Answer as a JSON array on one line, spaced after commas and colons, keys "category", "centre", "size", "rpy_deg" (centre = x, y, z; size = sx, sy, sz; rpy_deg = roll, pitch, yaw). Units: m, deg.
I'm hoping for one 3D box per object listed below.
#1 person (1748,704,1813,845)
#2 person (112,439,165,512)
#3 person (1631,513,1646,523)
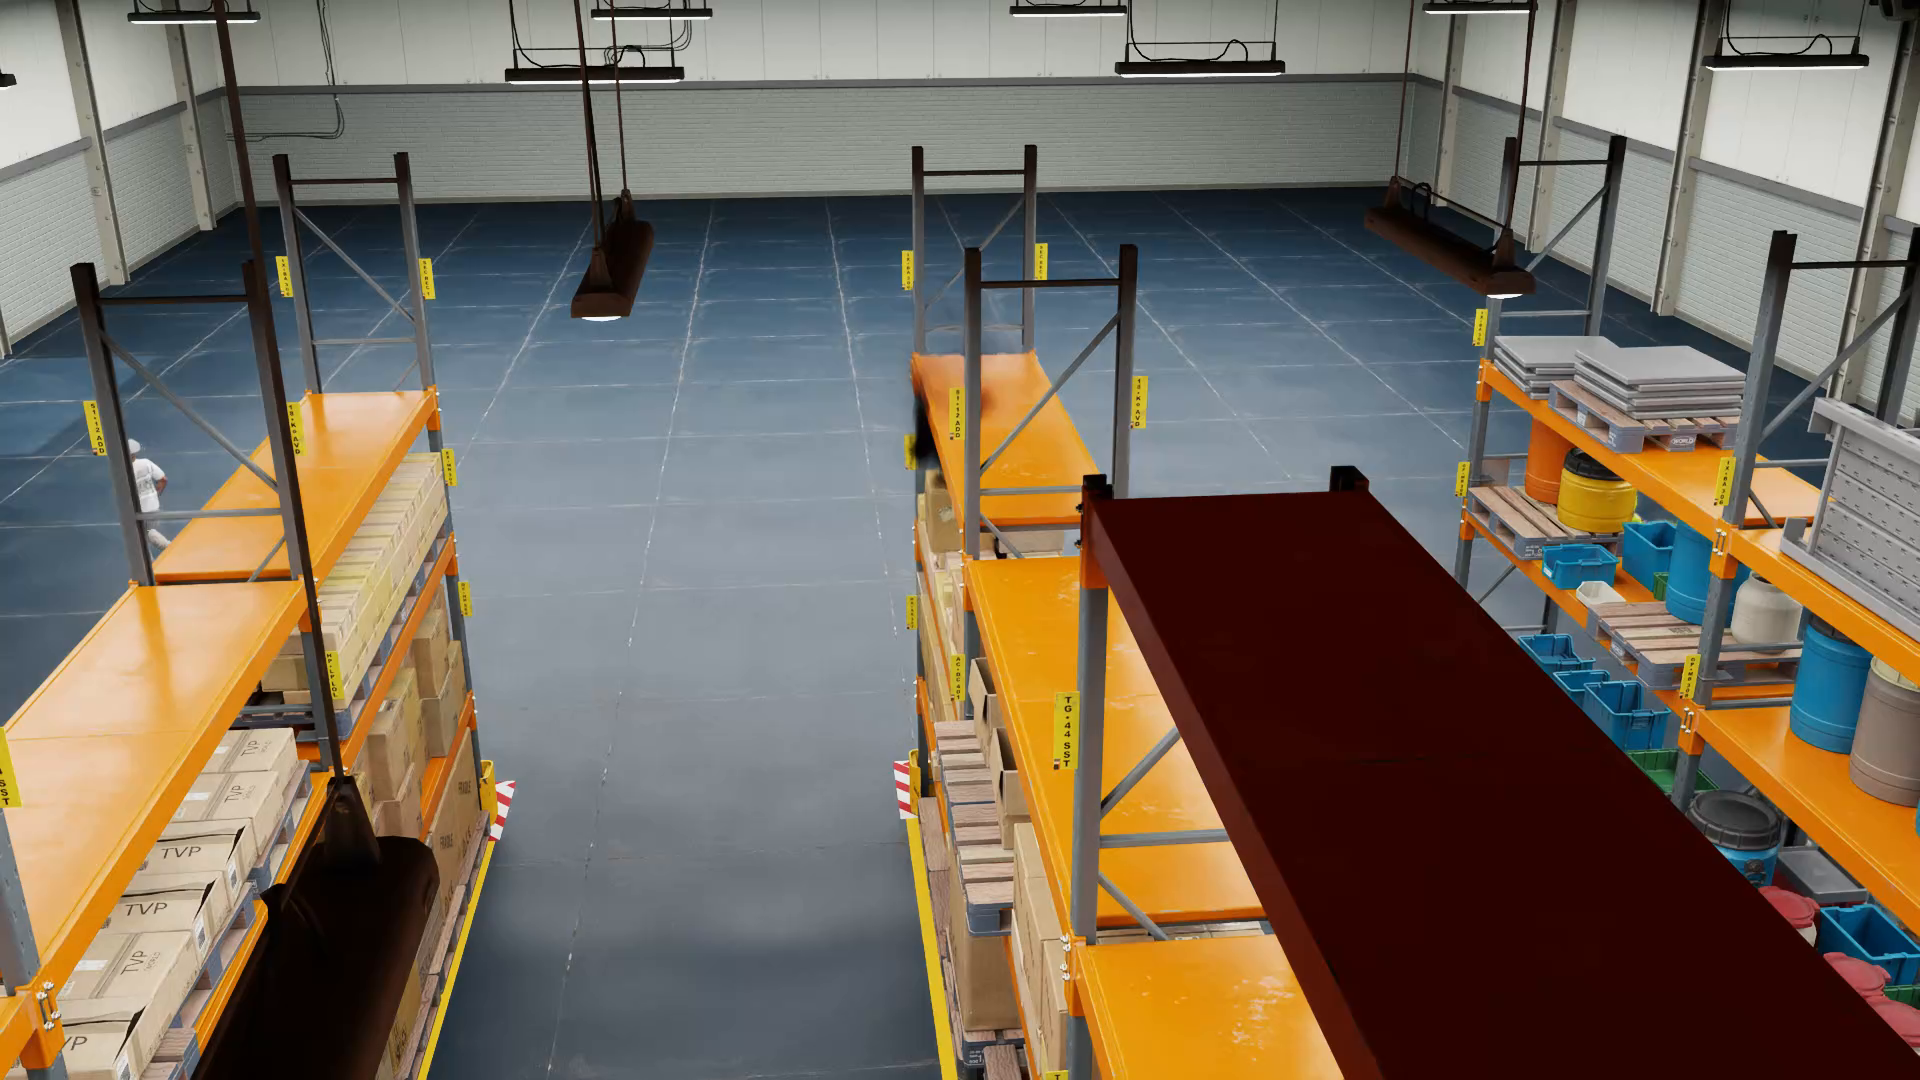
[{"category": "person", "centre": [7.067, 2.004, 14.228], "size": [0.616, 1.570, 0.705], "rpy_deg": [-6, 22, -16]}, {"category": "person", "centre": [-10.030, -0.794, 20.163], "size": [0.394, 0.901, 0.652], "rpy_deg": [13, 25, 29]}, {"category": "person", "centre": [7.271, 0.272, 18.507], "size": [0.679, 1.625, 0.668], "rpy_deg": [10, 24, 24]}]
